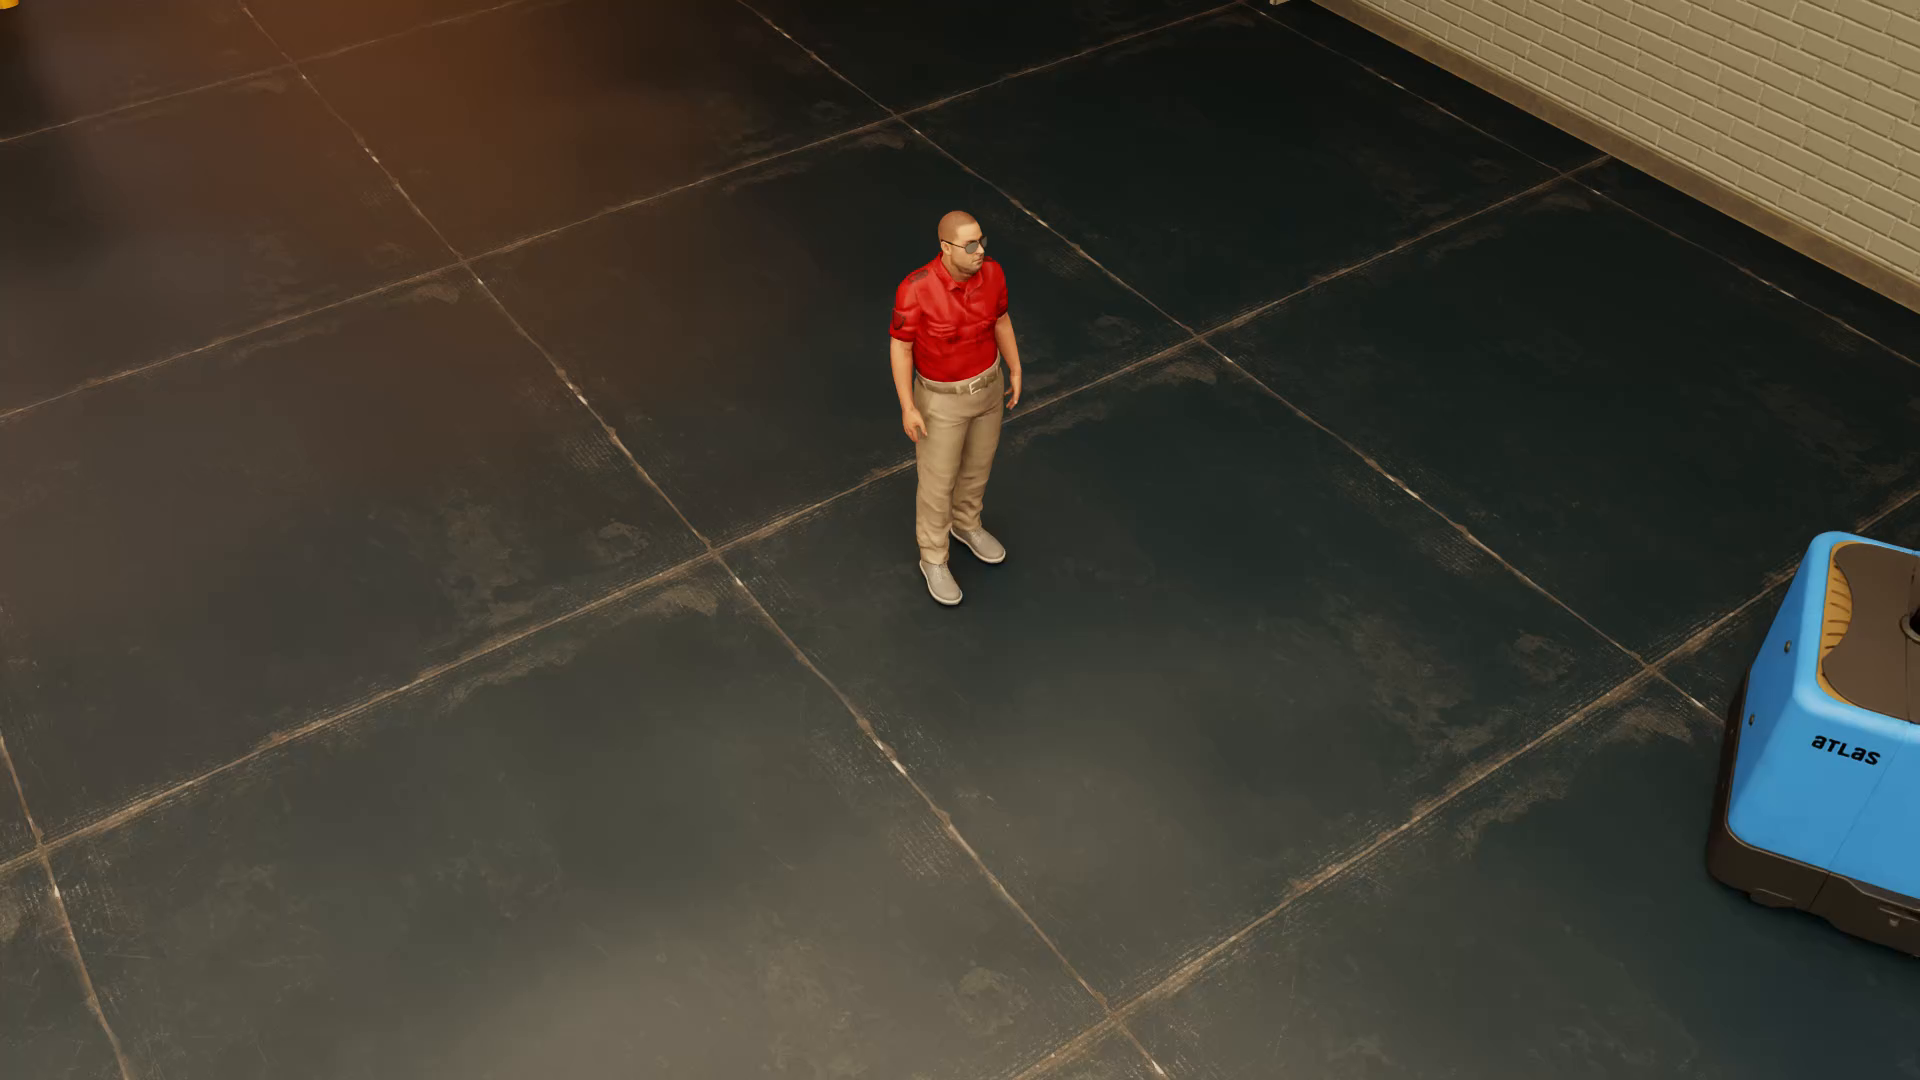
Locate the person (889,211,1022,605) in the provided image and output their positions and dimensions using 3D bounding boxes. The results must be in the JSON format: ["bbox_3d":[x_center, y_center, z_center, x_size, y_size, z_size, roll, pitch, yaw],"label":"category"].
[{"bbox_3d":[0.042,-0.587,7.228,0.641,1.728,0.550,-25,48,-25],"label":"person"}]

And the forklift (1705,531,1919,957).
[{"bbox_3d":[4.437,0.374,5.309,3.031,2.935,1.130,17,45,18],"label":"forklift"}]
